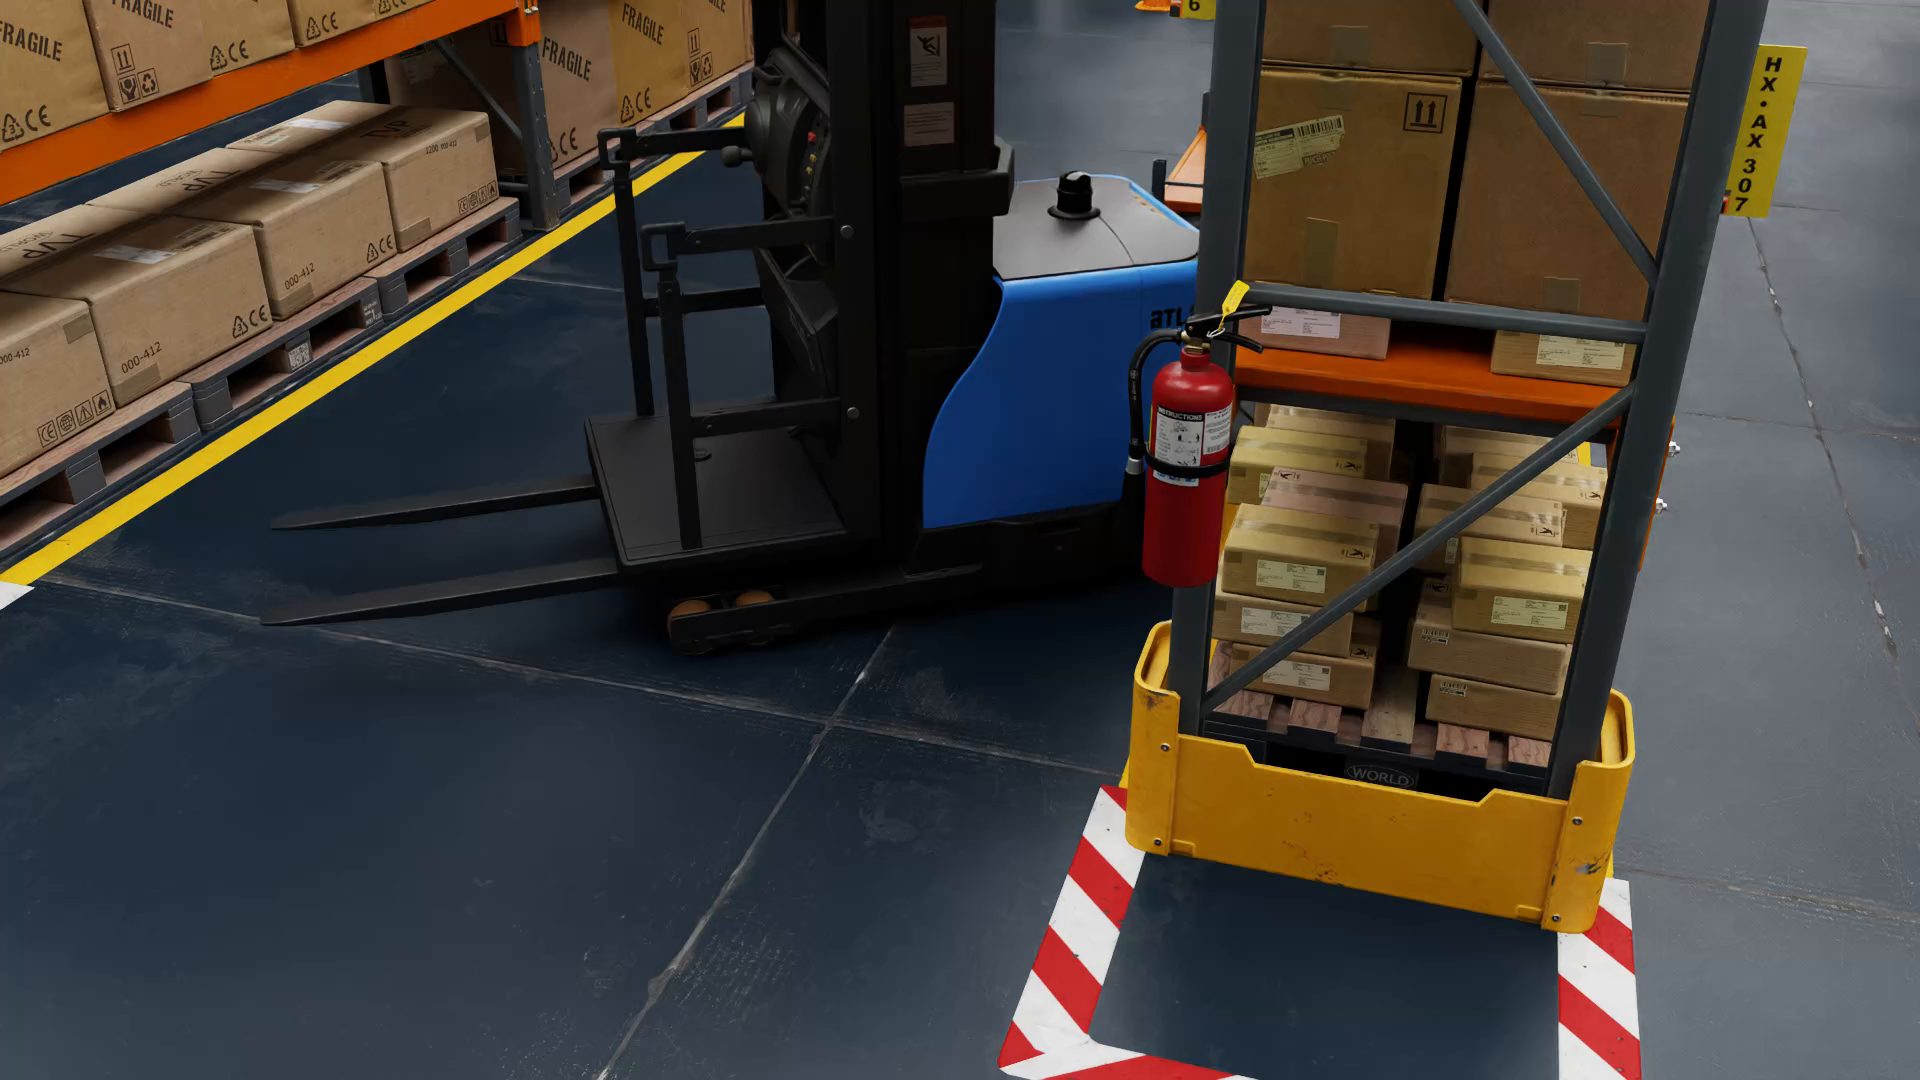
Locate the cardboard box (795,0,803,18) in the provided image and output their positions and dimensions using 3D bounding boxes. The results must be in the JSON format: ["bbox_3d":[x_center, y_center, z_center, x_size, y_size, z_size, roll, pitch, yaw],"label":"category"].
[{"bbox_3d":[-1.235,-4.149,12.393,0.950,0.372,0.625,6,30,11],"label":"cardboard box"}]

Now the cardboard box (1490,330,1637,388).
[{"bbox_3d":[1.411,-0.469,3.766,0.380,0.149,0.250,8,30,14],"label":"cardboard box"}]

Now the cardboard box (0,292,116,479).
[{"bbox_3d":[-3.661,-0.519,5.801,0.875,0.438,0.875,7,30,13],"label":"cardboard box"}]

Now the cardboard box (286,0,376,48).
[{"bbox_3d":[-2.756,-2.309,6.713,0.500,0.500,0.500,8,30,14],"label":"cardboard box"}]

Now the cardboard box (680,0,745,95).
[{"bbox_3d":[-1.959,-3.384,10.502,0.875,0.875,0.875,9,30,15],"label":"cardboard box"}]

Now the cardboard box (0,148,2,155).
[{"bbox_3d":[-3.344,-1.360,5.007,0.500,0.500,0.500,8,30,14],"label":"cardboard box"}]

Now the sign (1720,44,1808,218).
[{"bbox_3d":[1.521,-0.776,3.169,0.100,0.325,0.005,8,30,15],"label":"sign"}]

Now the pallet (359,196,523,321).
[{"bbox_3d":[-2.883,-1.433,8.108,1.003,0.211,1.213,8,30,15],"label":"pallet"}]

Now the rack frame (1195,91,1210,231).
[{"bbox_3d":[1.216,-1.266,6.865,0.500,1.125,0.032,8,30,15],"label":"rack frame"}]

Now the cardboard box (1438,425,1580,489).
[{"bbox_3d":[1.637,-0.239,4.983,0.380,0.149,0.250,7,30,12],"label":"cardboard box"}]

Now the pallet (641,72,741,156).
[{"bbox_3d":[-2.074,-2.713,10.410,1.003,0.211,1.213,8,30,15],"label":"pallet"}]

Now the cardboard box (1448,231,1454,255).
[{"bbox_3d":[1.522,-0.851,4.452,0.380,0.149,0.250,10,31,17],"label":"cardboard box"}]

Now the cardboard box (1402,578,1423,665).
[{"bbox_3d":[1.461,0.256,4.705,0.380,0.149,0.250,8,30,15],"label":"cardboard box"}]

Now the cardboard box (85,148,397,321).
[{"bbox_3d":[-3.134,-1.365,7.321,0.875,0.438,0.875,8,30,13],"label":"cardboard box"}]

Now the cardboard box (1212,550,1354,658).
[{"bbox_3d":[0.885,0.171,4.551,0.380,0.149,0.250,8,30,14],"label":"cardboard box"}]

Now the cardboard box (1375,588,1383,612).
[{"bbox_3d":[1.096,0.068,5.042,0.380,0.149,0.250,8,30,15],"label":"cardboard box"}]

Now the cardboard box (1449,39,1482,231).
[{"bbox_3d":[1.531,-1.070,4.180,0.500,0.500,0.500,9,30,15],"label":"cardboard box"}]

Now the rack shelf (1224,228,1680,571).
[{"bbox_3d":[1.590,-1.090,5.364,1.077,0.370,4.000,8,30,15],"label":"rack shelf"}]

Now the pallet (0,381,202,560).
[{"bbox_3d":[-3.599,-0.299,6.070,1.003,0.211,1.213,8,30,15],"label":"pallet"}]

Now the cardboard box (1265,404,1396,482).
[{"bbox_3d":[1.136,-0.313,5.116,0.380,0.149,0.250,7,30,13],"label":"cardboard box"}]

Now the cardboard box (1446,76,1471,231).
[{"bbox_3d":[1.045,-1.133,4.292,0.500,0.500,0.500,8,30,14],"label":"cardboard box"}]

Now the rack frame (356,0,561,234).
[{"bbox_3d":[-2.585,-2.993,8.045,1.000,3.000,0.127,8,30,15],"label":"rack frame"}]

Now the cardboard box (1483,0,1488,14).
[{"bbox_3d":[1.530,-1.492,3.909,0.500,0.500,0.500,9,30,16],"label":"cardboard box"}]

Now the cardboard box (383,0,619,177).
[{"bbox_3d":[-2.479,-2.548,8.998,0.875,0.875,0.875,9,30,16],"label":"cardboard box"}]

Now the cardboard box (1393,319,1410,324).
[{"bbox_3d":[0.937,-0.667,4.122,0.380,0.149,0.250,8,30,15],"label":"cardboard box"}]

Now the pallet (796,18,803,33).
[{"bbox_3d":[-1.180,-3.997,12.717,1.003,0.211,1.213,8,30,15],"label":"pallet"}]

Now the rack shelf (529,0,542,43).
[{"bbox_3d":[-1.998,-3.608,9.891,1.077,0.370,4.000,8,30,15],"label":"rack shelf"}]

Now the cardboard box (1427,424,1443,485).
[{"bbox_3d":[1.690,-0.236,5.283,0.380,0.149,0.250,7,30,12],"label":"cardboard box"}]

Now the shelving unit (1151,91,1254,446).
[{"bbox_3d":[1.067,-1.033,6.439,0.538,1.125,1.048,8,30,15],"label":"shelving unit"}]

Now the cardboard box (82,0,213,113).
[{"bbox_3d":[-3.055,-1.833,5.857,0.500,0.500,0.500,8,30,15],"label":"cardboard box"}]

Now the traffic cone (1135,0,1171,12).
[{"bbox_3d":[1.609,-4.549,13.451,0.336,0.463,0.334,8,30,15],"label":"traffic cone"}]

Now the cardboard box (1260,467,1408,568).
[{"bbox_3d":[1.045,-0.063,4.667,0.380,0.149,0.250,9,30,16],"label":"cardboard box"}]

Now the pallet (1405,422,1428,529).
[{"bbox_3d":[1.657,-0.229,5.945,1.003,0.211,1.213,8,30,15],"label":"pallet"}]

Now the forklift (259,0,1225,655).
[{"bbox_3d":[-0.696,-1.214,4.917,3.031,2.935,1.130,-9,30,-15],"label":"forklift"}]

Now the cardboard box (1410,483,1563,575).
[{"bbox_3d":[1.447,-0.013,4.576,0.380,0.149,0.250,9,30,16],"label":"cardboard box"}]

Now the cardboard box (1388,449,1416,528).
[{"bbox_3d":[1.213,-0.181,5.184,0.380,0.149,0.250,8,30,14],"label":"cardboard box"}]

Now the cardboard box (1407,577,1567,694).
[{"bbox_3d":[1.402,0.250,4.409,0.380,0.149,0.250,10,31,17],"label":"cardboard box"}]

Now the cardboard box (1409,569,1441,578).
[{"bbox_3d":[1.524,0.005,4.850,0.380,0.149,0.250,9,30,16],"label":"cardboard box"}]
